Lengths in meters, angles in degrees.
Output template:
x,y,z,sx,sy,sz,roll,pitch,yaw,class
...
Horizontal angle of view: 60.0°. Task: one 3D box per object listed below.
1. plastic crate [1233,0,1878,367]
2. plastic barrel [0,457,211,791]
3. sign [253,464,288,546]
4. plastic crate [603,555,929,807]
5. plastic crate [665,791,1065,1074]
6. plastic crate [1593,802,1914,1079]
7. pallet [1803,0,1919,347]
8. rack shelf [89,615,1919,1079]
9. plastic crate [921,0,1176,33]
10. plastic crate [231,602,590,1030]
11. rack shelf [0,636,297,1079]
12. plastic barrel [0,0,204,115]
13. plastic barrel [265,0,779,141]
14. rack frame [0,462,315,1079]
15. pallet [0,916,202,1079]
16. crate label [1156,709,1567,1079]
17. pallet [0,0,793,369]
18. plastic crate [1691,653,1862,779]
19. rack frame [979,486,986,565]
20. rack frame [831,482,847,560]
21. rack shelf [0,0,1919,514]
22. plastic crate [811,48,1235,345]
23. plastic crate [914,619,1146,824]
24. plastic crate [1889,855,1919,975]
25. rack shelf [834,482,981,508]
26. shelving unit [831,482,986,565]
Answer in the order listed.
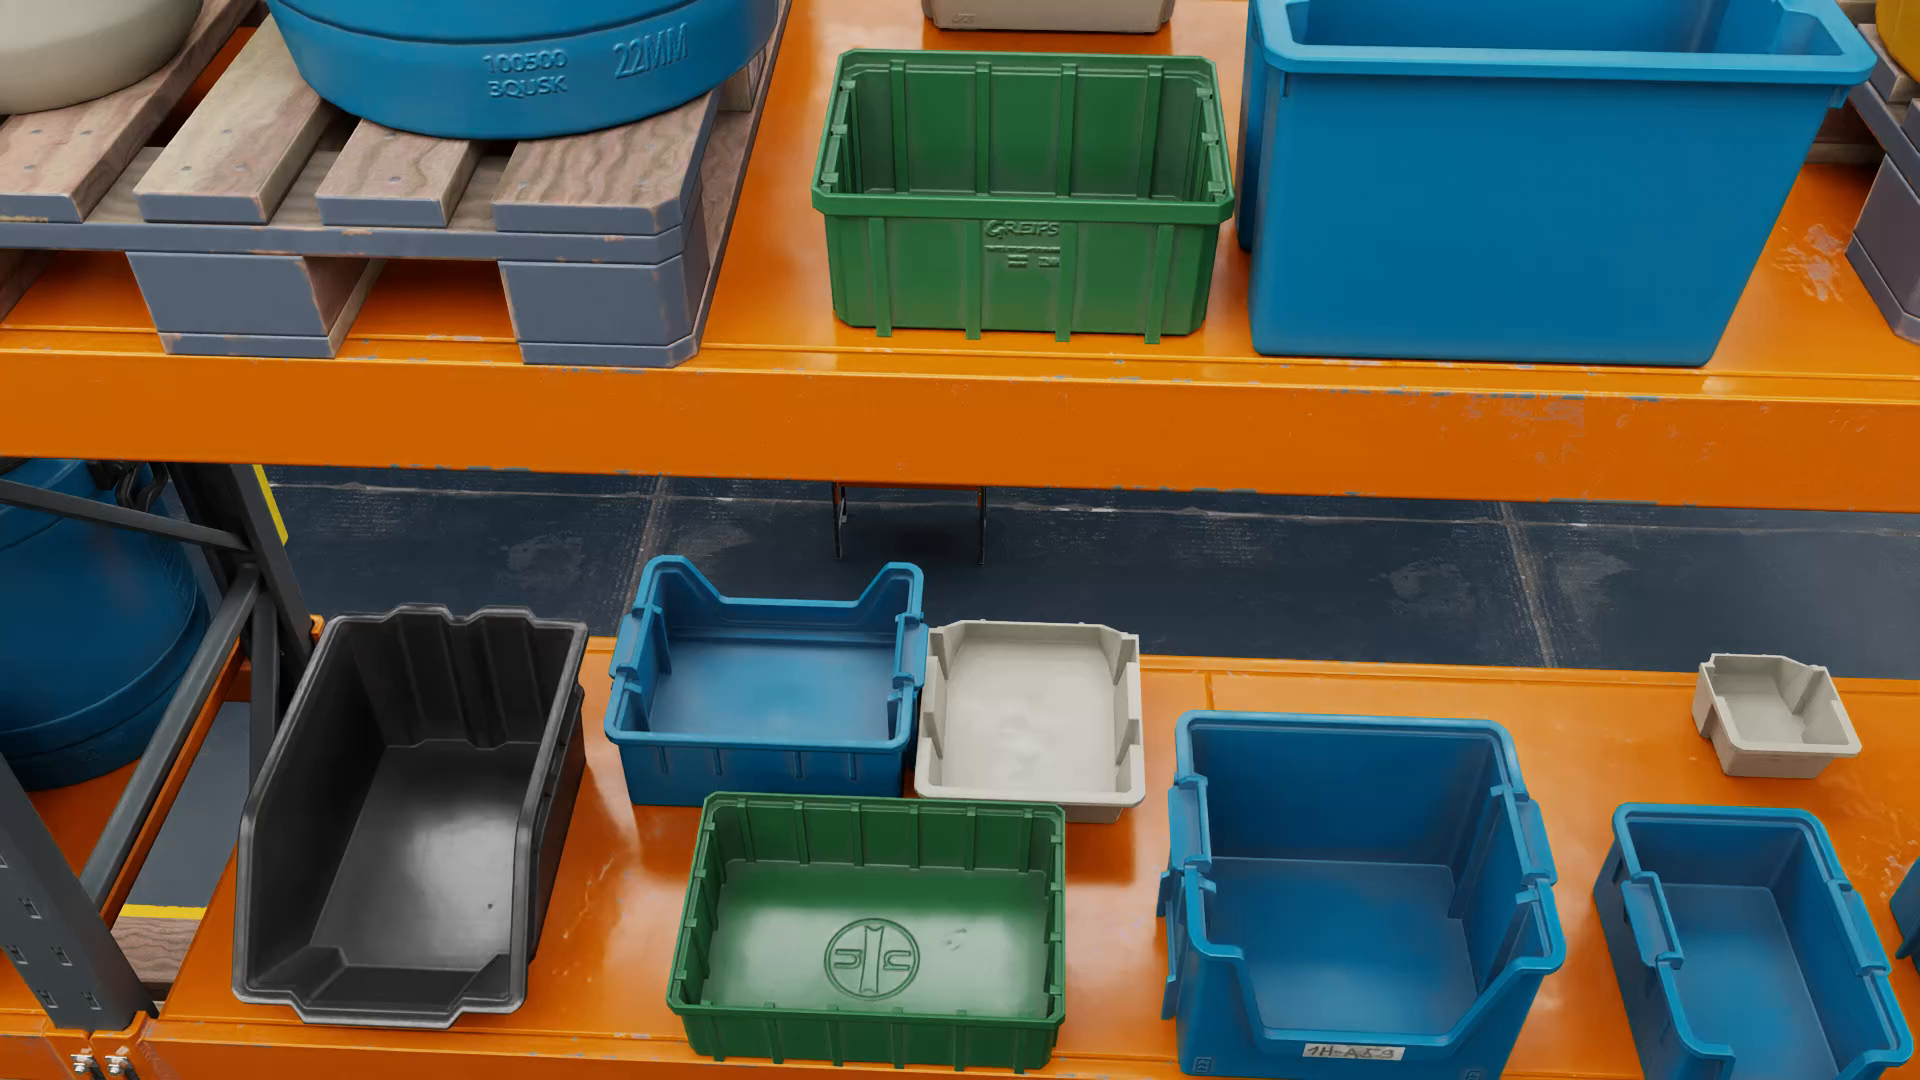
x,y,z,sx,sy,sz,roll,pitch,yaw,class
0.586,-0.439,1.832,0.575,0.384,0.392,2,43,2,plastic crate
-1.864,-0.018,3.201,0.708,0.901,0.600,2,43,2,plastic barrel
-1.456,-0.092,3.445,0.005,0.325,0.100,2,43,2,sign
-0.374,0.287,3.350,0.616,0.251,0.499,2,43,2,plastic crate
-0.148,0.695,2.959,0.662,0.188,0.450,2,43,2,plastic crate
1.343,0.725,2.880,0.408,0.251,0.499,2,43,2,plastic crate
1.682,-0.614,2.147,1.213,0.211,1.003,2,43,2,pallet
0.507,0.708,3.317,4.000,0.370,1.077,2,43,2,rack shelf
0.130,-0.844,2.448,0.396,0.136,0.243,2,43,2,plastic crate
-0.974,0.509,3.049,0.504,0.338,0.767,2,43,2,plastic crate
-3.489,0.585,3.449,4.000,0.370,1.077,2,43,2,rack shelf
-1.070,-0.762,1.776,0.421,0.512,0.421,0,43,0,plastic barrel
-0.502,-0.948,1.690,0.708,0.901,0.600,2,43,2,plastic barrel
-1.491,0.384,3.138,0.127,3.000,1.000,2,43,2,rack frame
-2.278,1.406,4.086,1.213,0.211,1.003,2,43,2,pallet
0.654,0.621,2.857,0.616,0.435,0.502,2,43,2,crate label
-0.766,-0.689,2.227,1.003,0.211,1.213,2,43,2,pallet
1.625,0.356,3.360,0.250,0.136,0.298,2,43,2,plastic crate
0.078,-0.437,5.338,0.015,1.200,0.240,2,43,2,rack frame
-0.409,-0.452,5.355,0.015,1.200,0.240,2,43,2,rack frame
0.507,-0.389,2.295,4.000,0.370,1.077,2,43,2,rack shelf
0.073,-0.403,1.936,0.450,0.188,0.336,2,43,2,plastic crate
0.142,0.357,3.359,0.437,0.136,0.530,2,43,2,plastic crate
1.991,0.749,2.854,0.616,0.251,0.499,2,43,2,plastic crate
-0.165,-0.250,5.528,0.480,0.148,0.258,2,43,2,rack shelf
-0.165,-0.444,5.346,0.503,1.200,0.258,2,43,2,shelving unit
